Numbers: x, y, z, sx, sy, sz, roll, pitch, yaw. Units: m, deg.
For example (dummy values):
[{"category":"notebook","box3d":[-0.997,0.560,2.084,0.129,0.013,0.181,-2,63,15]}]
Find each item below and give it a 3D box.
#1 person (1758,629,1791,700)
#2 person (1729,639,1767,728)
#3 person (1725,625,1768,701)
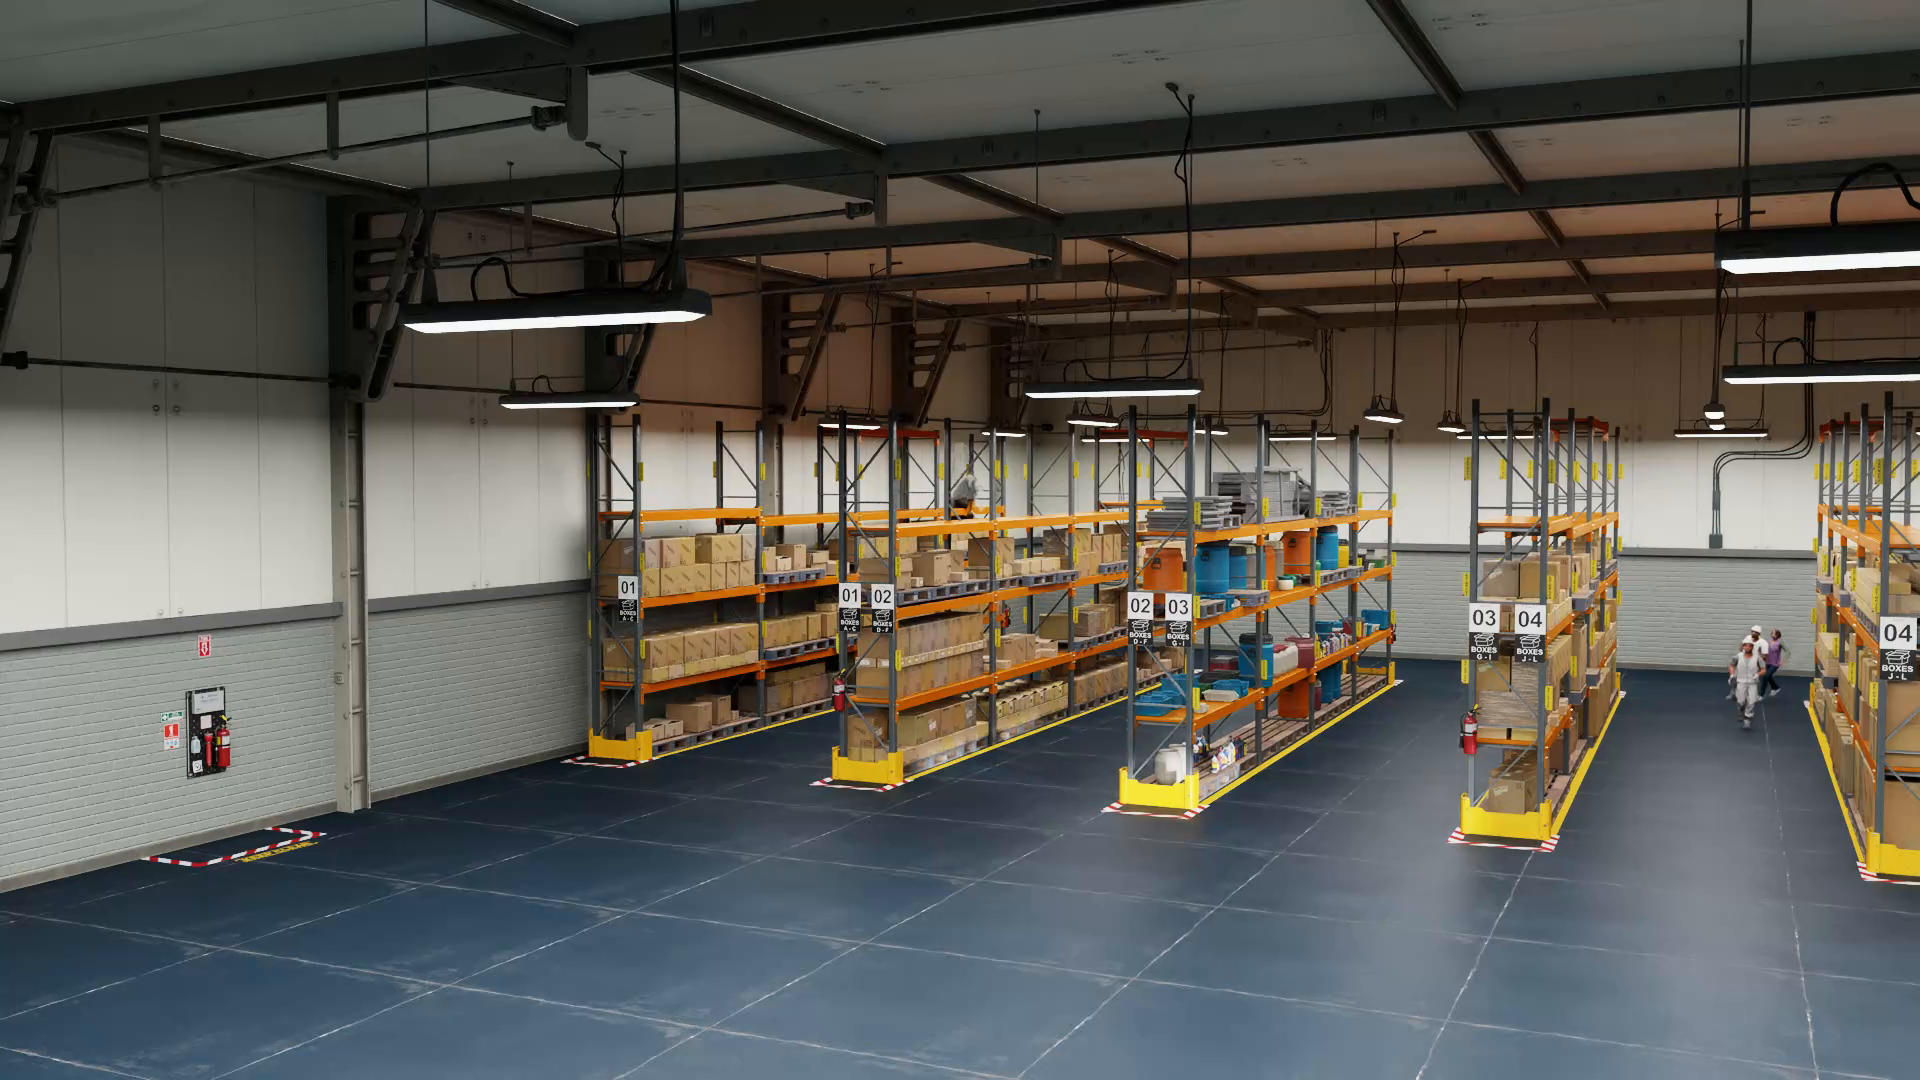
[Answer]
[{"category":"person","box3d":[17.677,2.717,36.177,0.876,1.568,0.604,-1,3,-21]},{"category":"person","box3d":[15.325,2.801,32.369,0.666,1.737,0.580,1,3,28]},{"category":"person","box3d":[17.112,2.678,36.094,0.663,1.699,0.885,-2,3,-37]}]
